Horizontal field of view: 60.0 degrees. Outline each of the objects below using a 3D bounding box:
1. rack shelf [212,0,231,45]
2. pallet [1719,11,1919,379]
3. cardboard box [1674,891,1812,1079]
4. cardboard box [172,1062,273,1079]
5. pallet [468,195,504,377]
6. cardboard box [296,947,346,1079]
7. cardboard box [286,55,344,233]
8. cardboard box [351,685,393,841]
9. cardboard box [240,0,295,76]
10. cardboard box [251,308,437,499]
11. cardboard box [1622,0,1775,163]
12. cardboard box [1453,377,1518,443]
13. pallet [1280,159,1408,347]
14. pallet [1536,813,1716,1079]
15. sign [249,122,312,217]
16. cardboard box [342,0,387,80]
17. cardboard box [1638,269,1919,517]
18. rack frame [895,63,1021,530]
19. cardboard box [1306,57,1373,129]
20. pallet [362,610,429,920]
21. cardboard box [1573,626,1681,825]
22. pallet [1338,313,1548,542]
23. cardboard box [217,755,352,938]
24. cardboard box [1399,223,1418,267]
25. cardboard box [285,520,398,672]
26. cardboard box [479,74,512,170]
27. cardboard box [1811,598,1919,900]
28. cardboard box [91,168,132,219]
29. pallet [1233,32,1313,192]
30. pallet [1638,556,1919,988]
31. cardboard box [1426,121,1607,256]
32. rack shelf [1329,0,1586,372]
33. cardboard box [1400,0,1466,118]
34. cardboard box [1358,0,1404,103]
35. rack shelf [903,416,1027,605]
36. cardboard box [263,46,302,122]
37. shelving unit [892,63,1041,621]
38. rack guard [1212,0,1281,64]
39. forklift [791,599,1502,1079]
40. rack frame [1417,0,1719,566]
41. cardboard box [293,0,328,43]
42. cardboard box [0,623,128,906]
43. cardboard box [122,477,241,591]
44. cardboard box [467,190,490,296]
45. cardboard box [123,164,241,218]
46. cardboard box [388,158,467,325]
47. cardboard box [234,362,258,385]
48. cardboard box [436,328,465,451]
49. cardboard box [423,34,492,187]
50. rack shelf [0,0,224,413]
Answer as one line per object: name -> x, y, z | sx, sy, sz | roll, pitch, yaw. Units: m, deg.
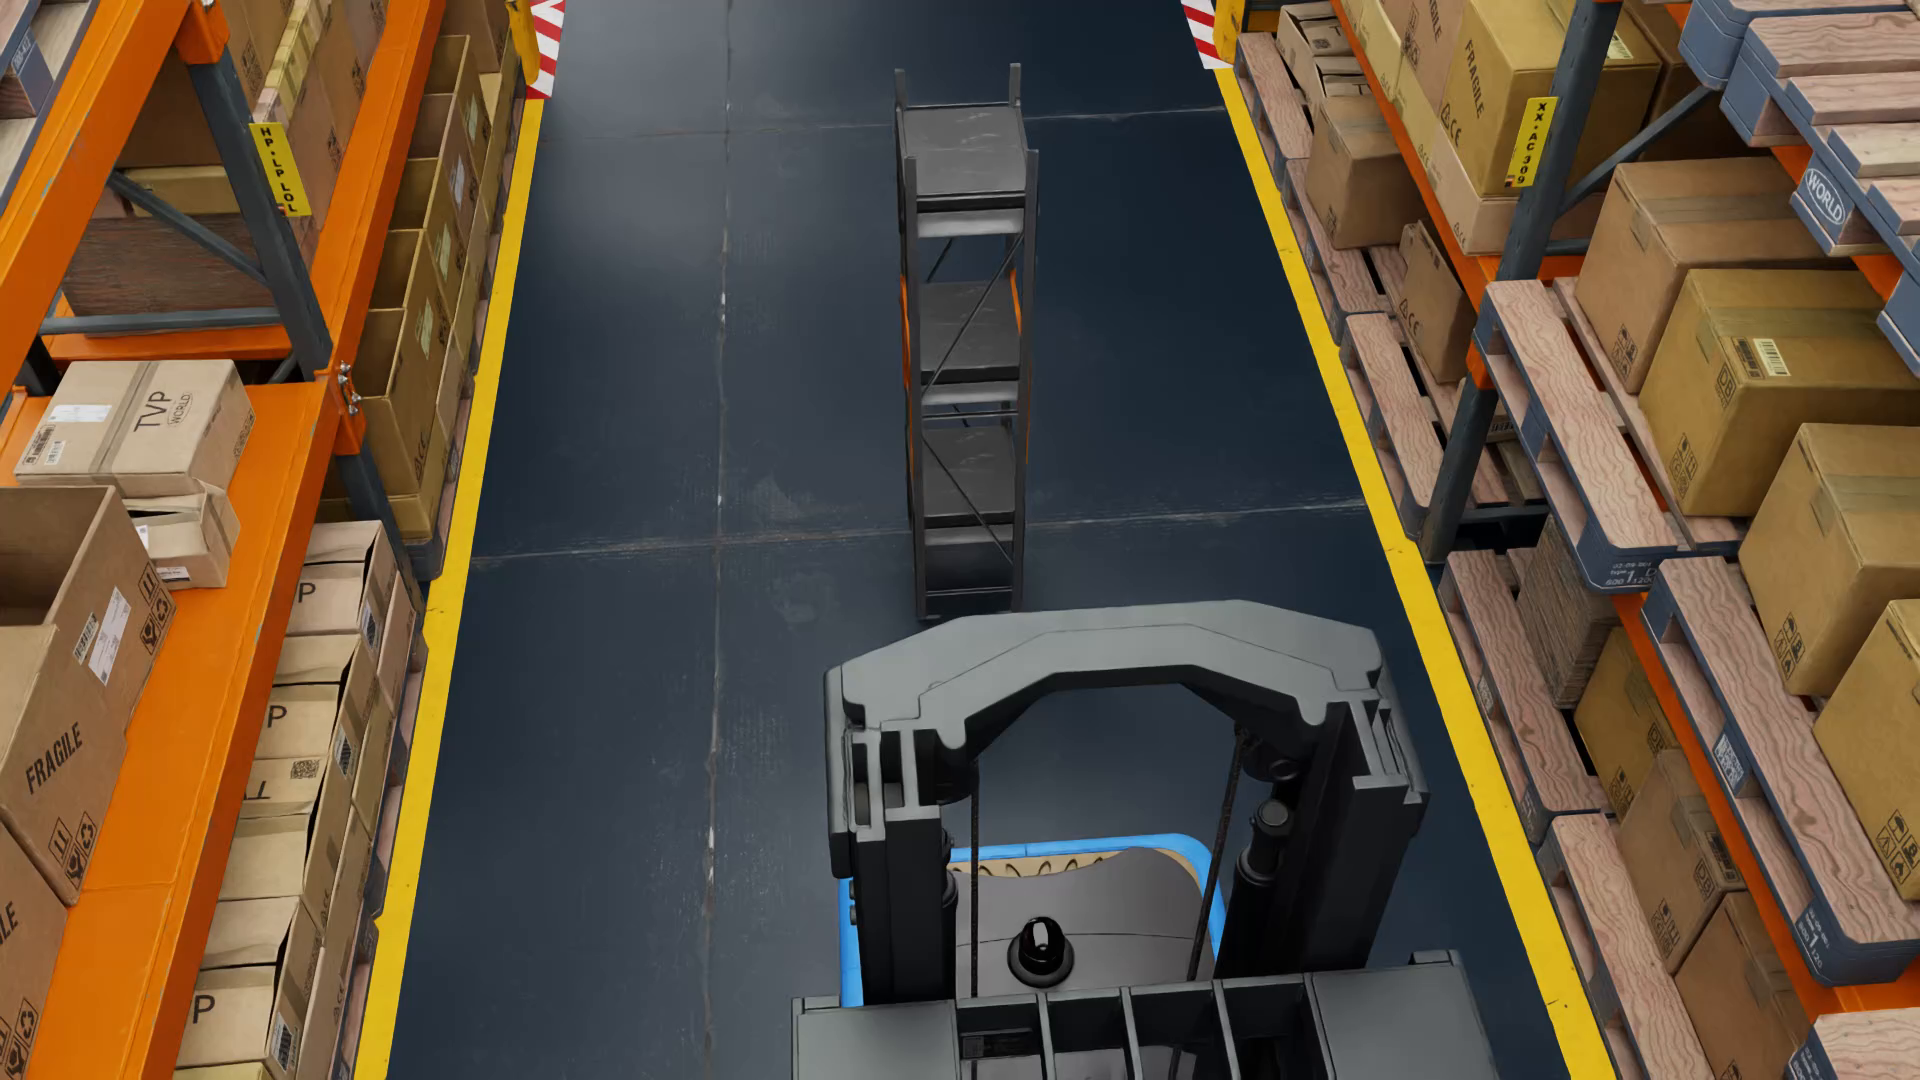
rack shelf -> -2.748, -2.929, 5.888 | 1.077, 0.370, 4.000 | -3, 47, -3
pallet -> 2.391, -0.766, 3.473 | 1.213, 0.211, 1.003 | -3, 47, -3
cardboard box -> 2.581, 1.345, 4.829 | 0.700, 0.500, 0.500 | -4, 47, -4
cardboard box -> -2.090, 1.658, 4.332 | 0.500, 0.311, 0.500 | -5, 47, -4
pallet -> -2.711, -1.202, 7.743 | 1.003, 0.211, 1.213 | -3, 47, -3
cardboard box -> -2.132, 1.490, 4.878 | 0.500, 0.250, 0.500 | -3, 47, -2
cardboard box -> -2.675, -1.435, 5.974 | 0.700, 0.500, 0.500 | -4, 47, -4
cardboard box -> -2.216, 0.751, 5.577 | 0.500, 0.250, 0.500 | -4, 47, -4
cardboard box -> -2.668, -1.865, 5.488 | 0.700, 0.500, 0.500 | -4, 47, -3
cardboard box -> -2.307, -0.510, 6.255 | 0.500, 0.500, 0.500 | -3, 47, -3
cardboard box -> 2.524, -1.568, 5.742 | 0.500, 0.500, 0.500 | -4, 47, -4
cardboard box -> 2.281, -0.564, 6.867 | 0.380, 0.166, 0.250 | -9, 47, -8
pallet -> 2.159, -1.412, 7.942 | 1.003, 0.211, 1.213 | -3, 47, -3
pallet -> 2.527, 1.405, 5.274 | 1.003, 0.211, 1.213 | -3, 47, -3
sign -> -2.041, -1.109, 4.992 | 0.100, 0.325, 0.005 | -3, 47, -3
cardboard box -> -2.757, -2.168, 6.669 | 0.700, 0.500, 0.500 | -2, 47, -2
cardboard box -> 2.404, -0.413, 4.703 | 0.700, 0.500, 0.500 | 1, 47, 1
rack frame -> -0.007, -0.779, 6.041 | 0.400, 2.100, 0.015 | -3, 47, -3
cardboard box -> 2.036, -2.204, 8.321 | 0.500, 0.311, 0.500 | 0, 47, 0
pallet -> -2.480, 0.791, 5.855 | 1.003, 0.211, 1.213 | -3, 47, -3
cardboard box -> 2.527, 0.608, 5.526 | 0.700, 0.500, 0.500 | -4, 47, -4
pallet -> 2.264, -0.527, 7.104 | 1.003, 0.211, 1.213 | -3, 47, -3
cardboard box -> -2.172, 0.923, 5.028 | 0.500, 0.311, 0.500 | -4, 47, -3
cardboard box -> 2.241, -1.332, 7.606 | 0.380, 0.149, 0.250 | -7, 47, -6
cardboard box -> -2.261, 0.185, 5.727 | 0.500, 0.311, 0.500 | -3, 47, -3
cardboard box -> -2.522, -2.060, 8.240 | 0.500, 0.250, 0.500 | -3, 47, -3
cardboard box -> 2.514, 0.467, 3.870 | 0.700, 0.500, 0.500 | -3, 47, -3
cardboard box -> -2.817, -1.140, 5.248 | 0.380, 0.149, 0.250 | -4, 47, -3
pallet -> 2.060, -2.292, 8.776 | 1.003, 0.211, 1.213 | -3, 47, -3
pallet -> 2.484, 0.528, 4.316 | 1.003, 0.211, 1.213 | -3, 47, -3
cardboard box -> 2.014, -1.282, 5.987 | 0.500, 0.250, 0.500 | -3, 47, -3
rack shelf -> 2.188, -2.202, 7.265 | 1.077, 0.370, 4.000 | -3, 47, -3
cardboard box -> 1.960, -1.899, 6.056 | 0.500, 0.500, 0.500 | -4, 47, -4
cardboard box -> 1.923, -2.006, 6.673 | 0.500, 0.250, 0.500 | -4, 47, -4
rack shelf -> 0.014, -0.112, 6.392 | 0.431, 0.518, 0.480 | -3, 47, -3
cardboard box -> -2.455, -1.530, 5.618 | 0.380, 0.149, 0.250 | -5, 47, -4
shelving unit -> 0.014, -0.602, 5.874 | 0.431, 2.100, 0.503 | -3, 47, -3
rack guard -> 2.027, -2.982, 9.230 | 1.175, 0.500, 0.348 | -3, 47, -3
forklift -> 0.296, 1.621, 3.196 | 1.130, 2.935, 3.031 | -3, 47, -3
rack frame -> 2.355, -1.002, 5.633 | 1.000, 3.000, 0.127 | -3, 47, -3
cardboard box -> -2.497, -1.901, 5.969 | 0.380, 0.149, 0.250 | -5, 47, -5
cardboard box -> -2.447, 0.567, 4.078 | 0.500, 0.500, 0.500 | -3, 47, -3
cardboard box -> -2.324, -0.027, 4.802 | 0.396, 0.266, 0.258 | -5, 47, -4
cardboard box -> -2.439, -1.337, 7.555 | 0.500, 0.250, 0.500 | -3, 47, -3
cardboard box -> -2.410, -1.162, 5.269 | 0.380, 0.149, 0.250 | -4, 47, -3
cardboard box -> -2.391, -1.233, 6.940 | 0.500, 0.500, 0.500 | -3, 47, -3
cardboard box -> -2.867, -0.840, 6.567 | 0.500, 0.500, 0.500 | -3, 47, -3
cardboard box -> -2.354, -0.613, 6.869 | 0.500, 0.250, 0.500 | -3, 47, -3
cardboard box -> -2.476, -1.957, 7.625 | 0.500, 0.500, 0.500 | -3, 47, -3
rack shelf -> -2.413, -0.035, 3.147 | 1.077, 0.370, 4.000 | -3, 47, -3
